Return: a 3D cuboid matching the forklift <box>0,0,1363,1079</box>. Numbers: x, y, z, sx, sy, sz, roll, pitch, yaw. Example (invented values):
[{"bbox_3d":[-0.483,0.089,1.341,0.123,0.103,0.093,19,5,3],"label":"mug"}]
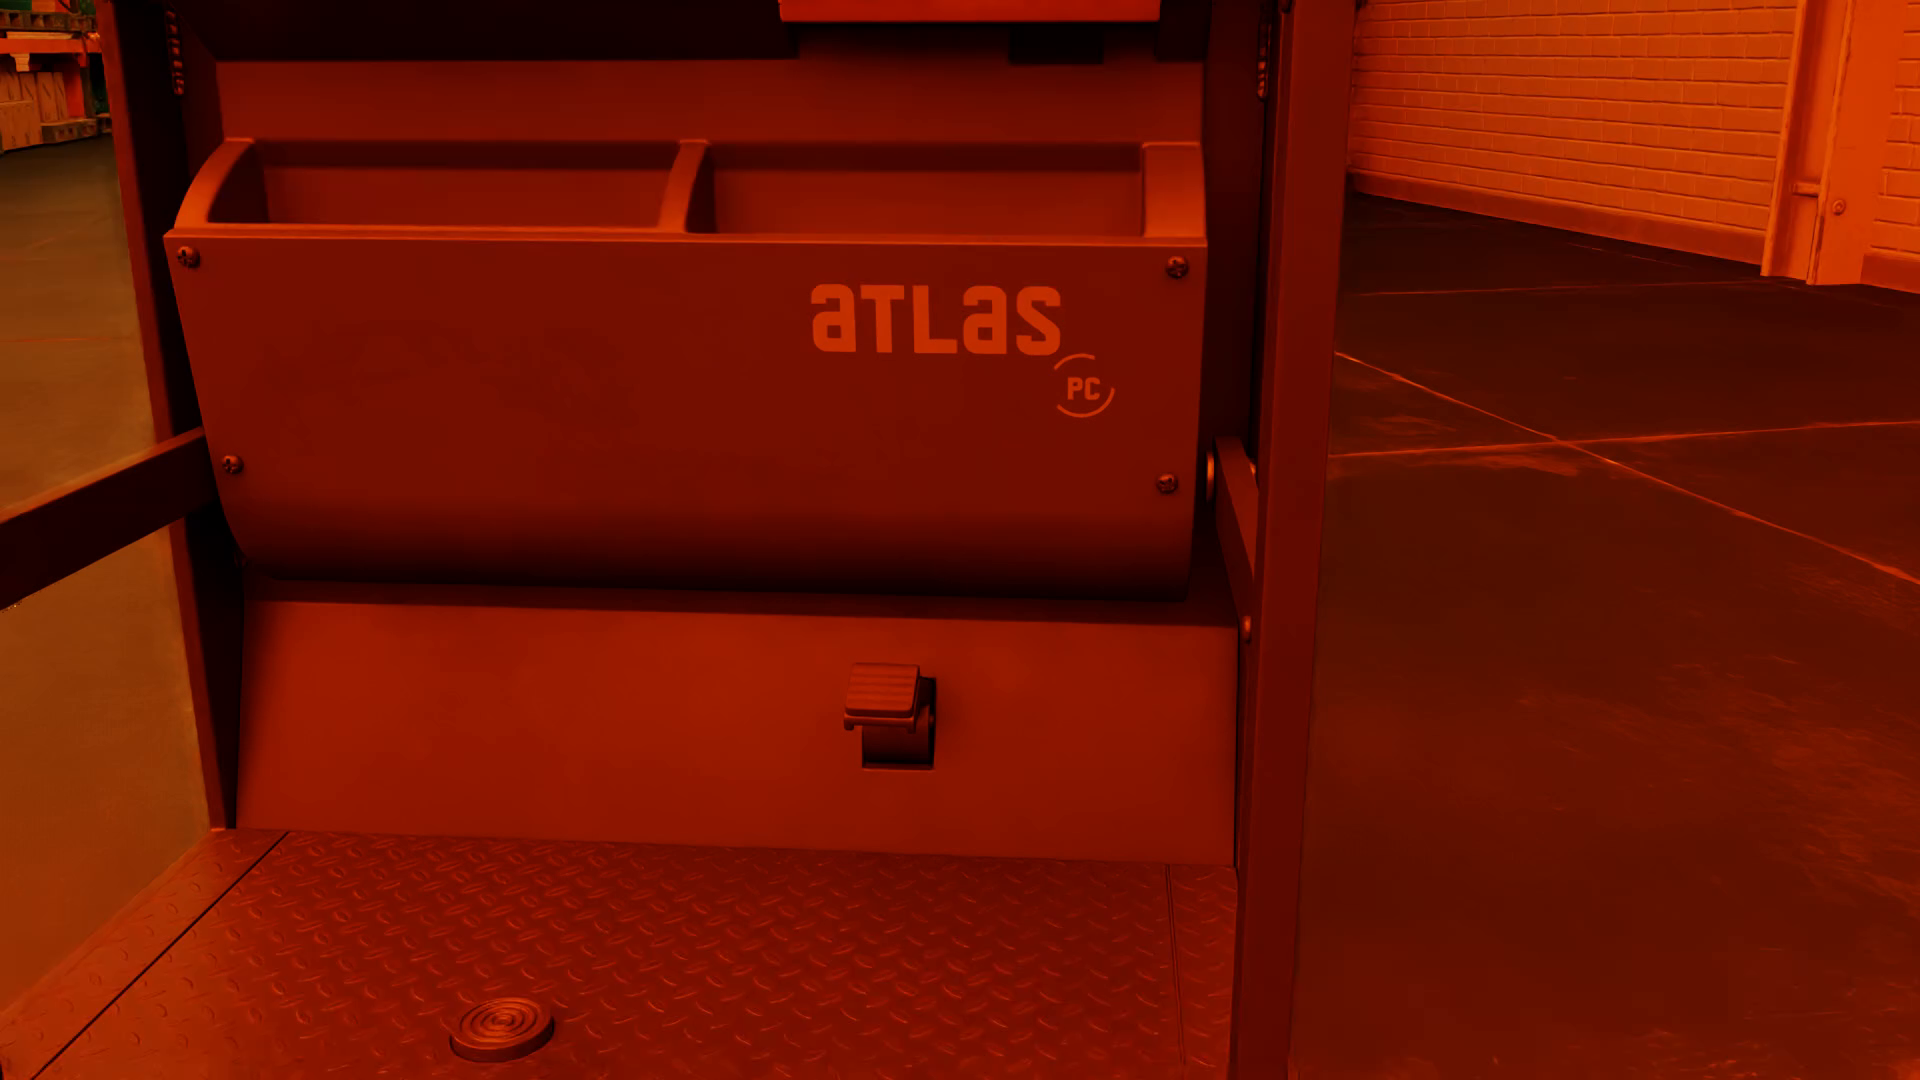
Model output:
[{"bbox_3d":[-0.260,-0.689,1.186,1.130,2.935,3.031,1,17,4],"label":"forklift"}]
